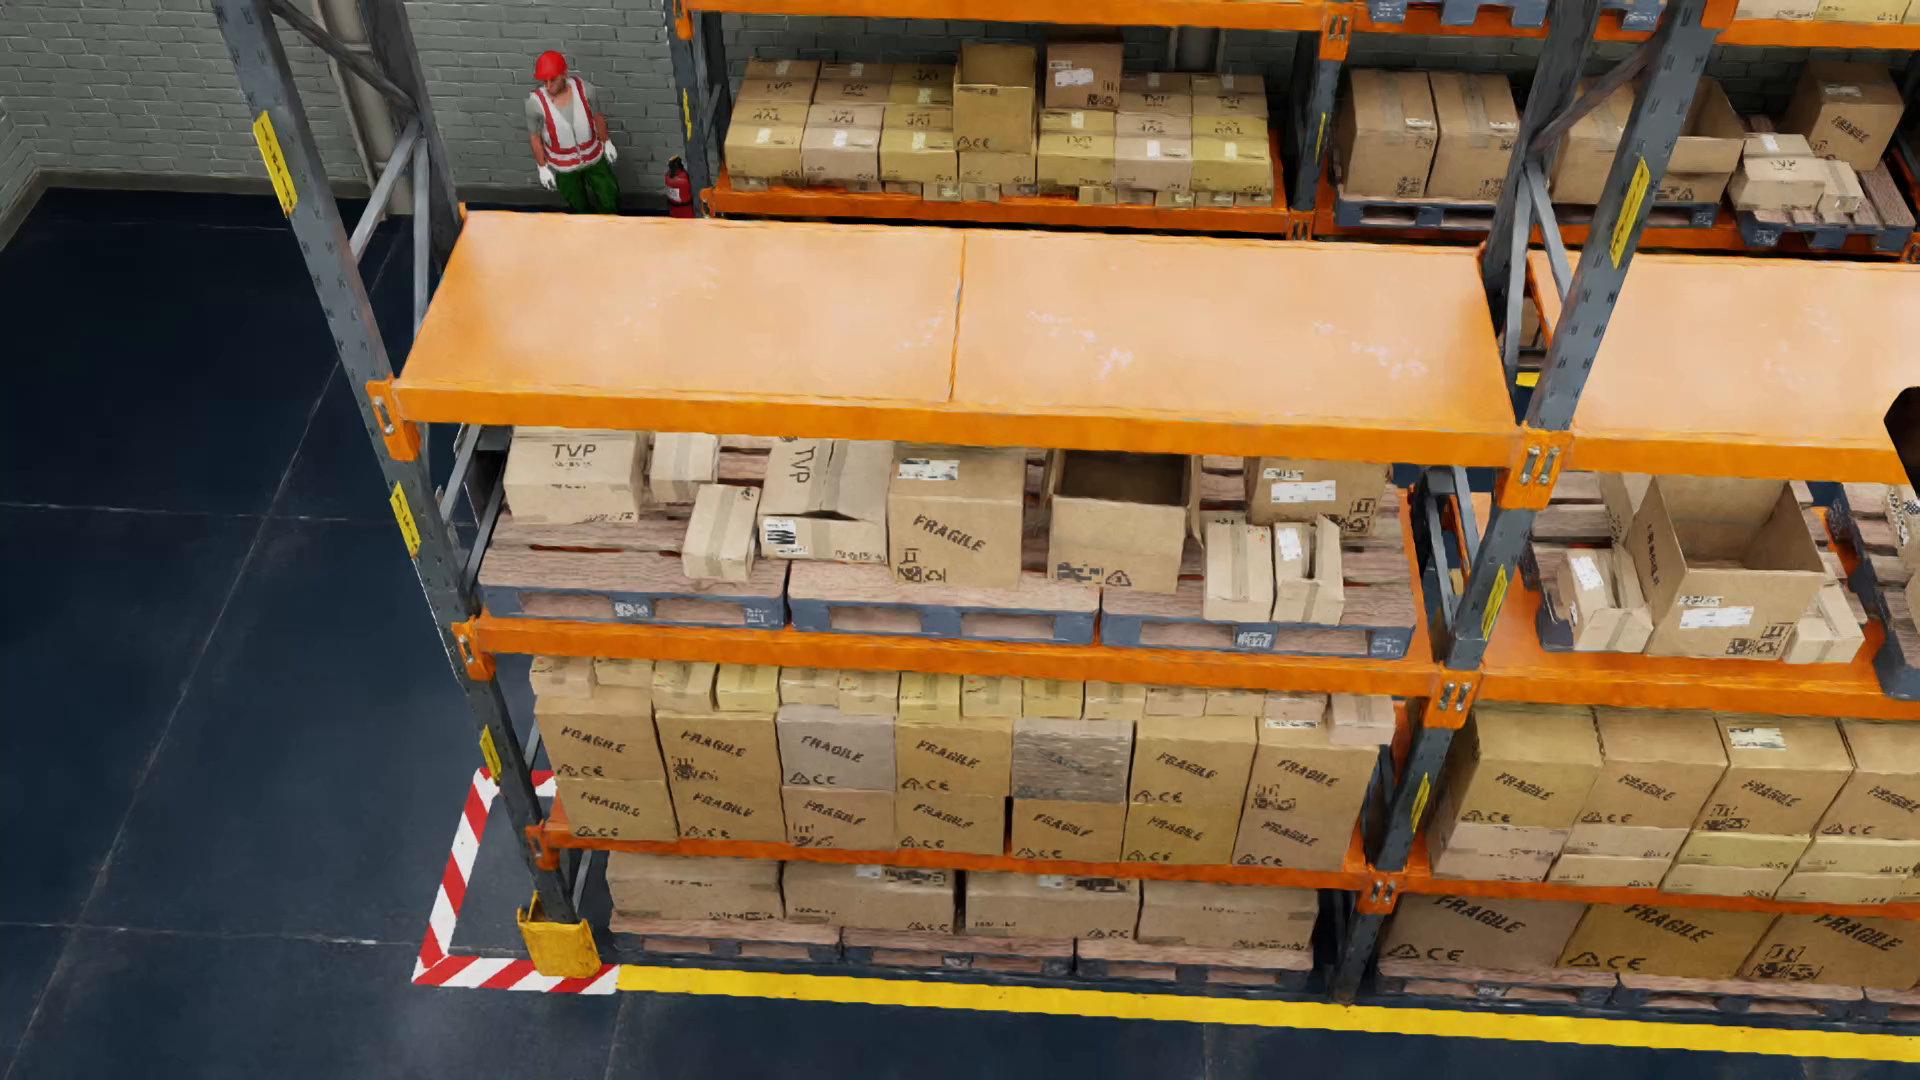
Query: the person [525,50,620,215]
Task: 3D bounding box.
[{"bbox_3d":[-2.766,-2.773,12.035,0.626,1.783,0.374,-21,51,-18],"label":"person"}]
